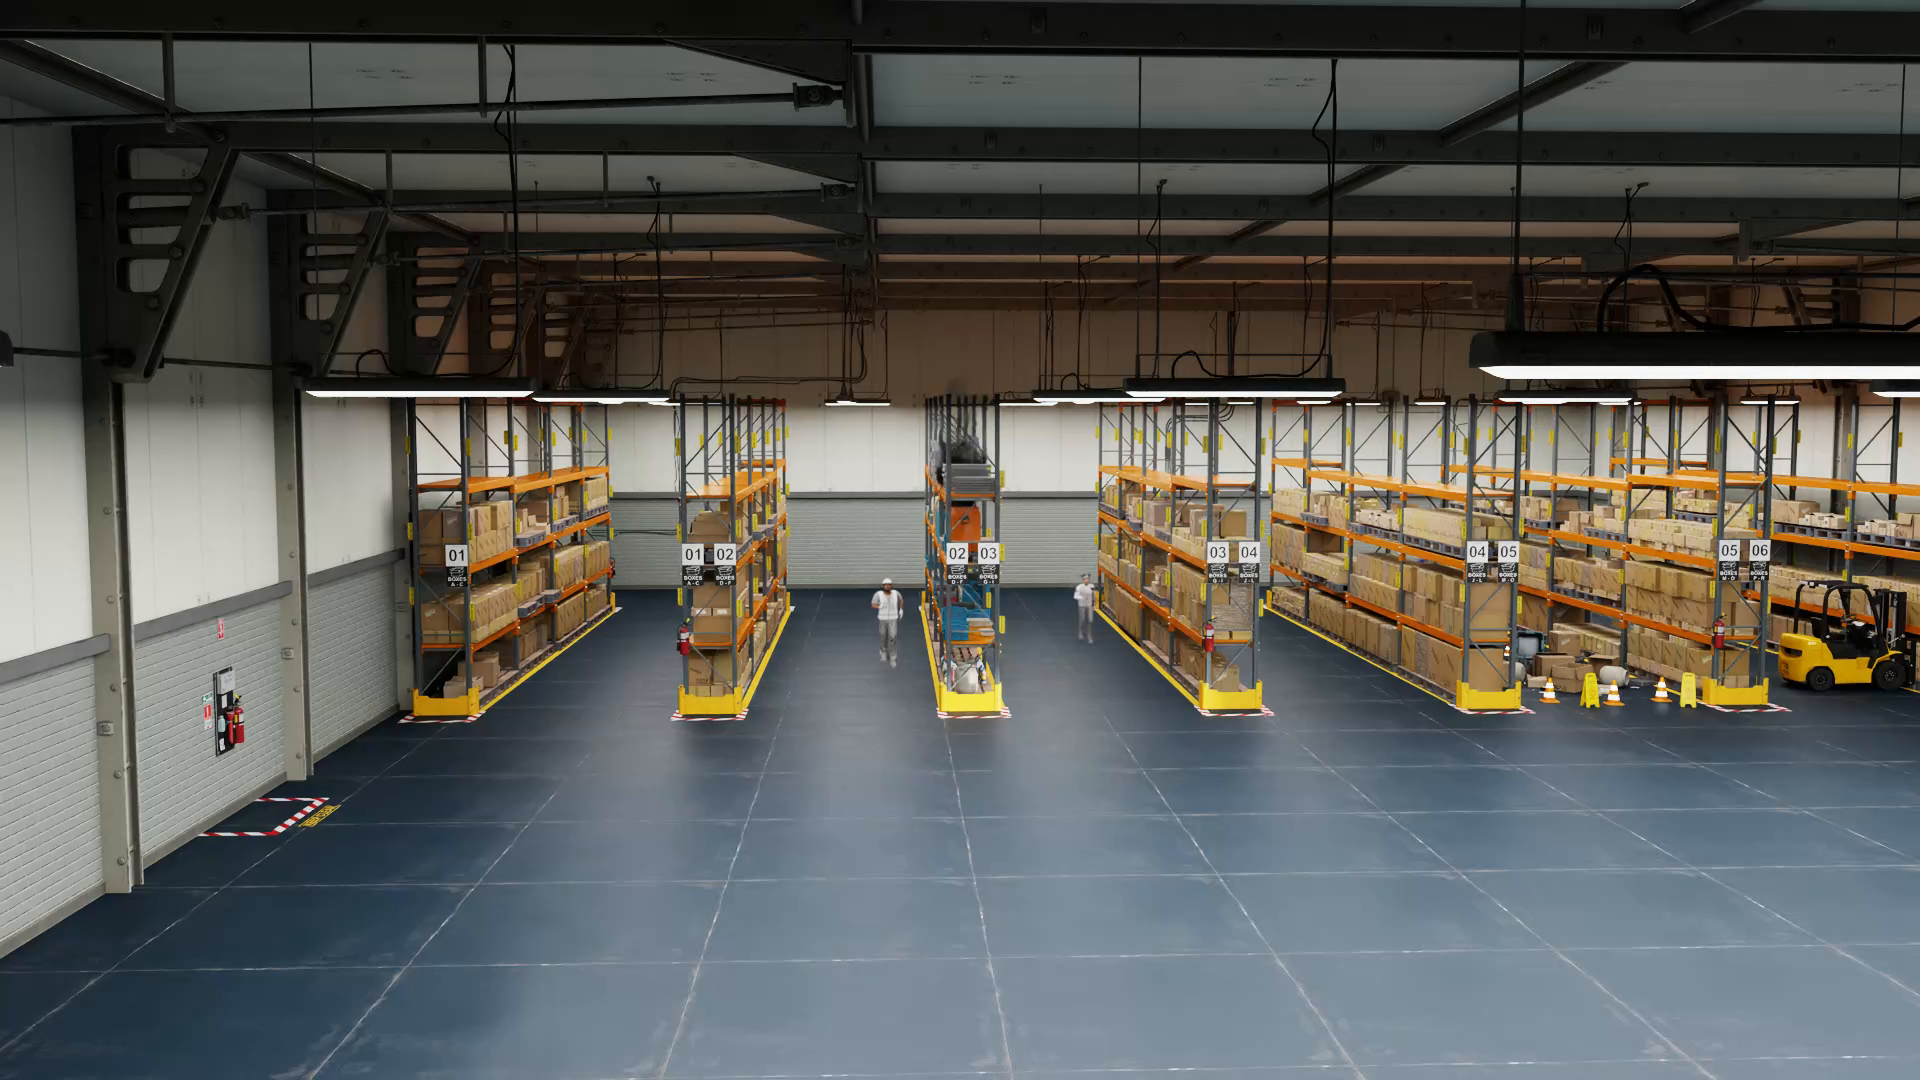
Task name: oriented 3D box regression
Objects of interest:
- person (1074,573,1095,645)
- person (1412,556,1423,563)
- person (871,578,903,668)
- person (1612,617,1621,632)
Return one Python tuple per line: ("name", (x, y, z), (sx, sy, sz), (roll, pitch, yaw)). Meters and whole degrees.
("person", (3.067, 1.654, 40.774), (0.562, 1.719, 0.857), (0, 5, -4))
("person", (13.553, 1.036, 49.407), (0.852, 1.638, 0.605), (1, 5, 16))
("person", (-1.547, 1.752, 35.414), (0.704, 1.891, 0.761), (-1, 5, -7))
("person", (16.228, 1.655, 40.603), (0.686, 1.722, 0.589), (0, 5, -4))
